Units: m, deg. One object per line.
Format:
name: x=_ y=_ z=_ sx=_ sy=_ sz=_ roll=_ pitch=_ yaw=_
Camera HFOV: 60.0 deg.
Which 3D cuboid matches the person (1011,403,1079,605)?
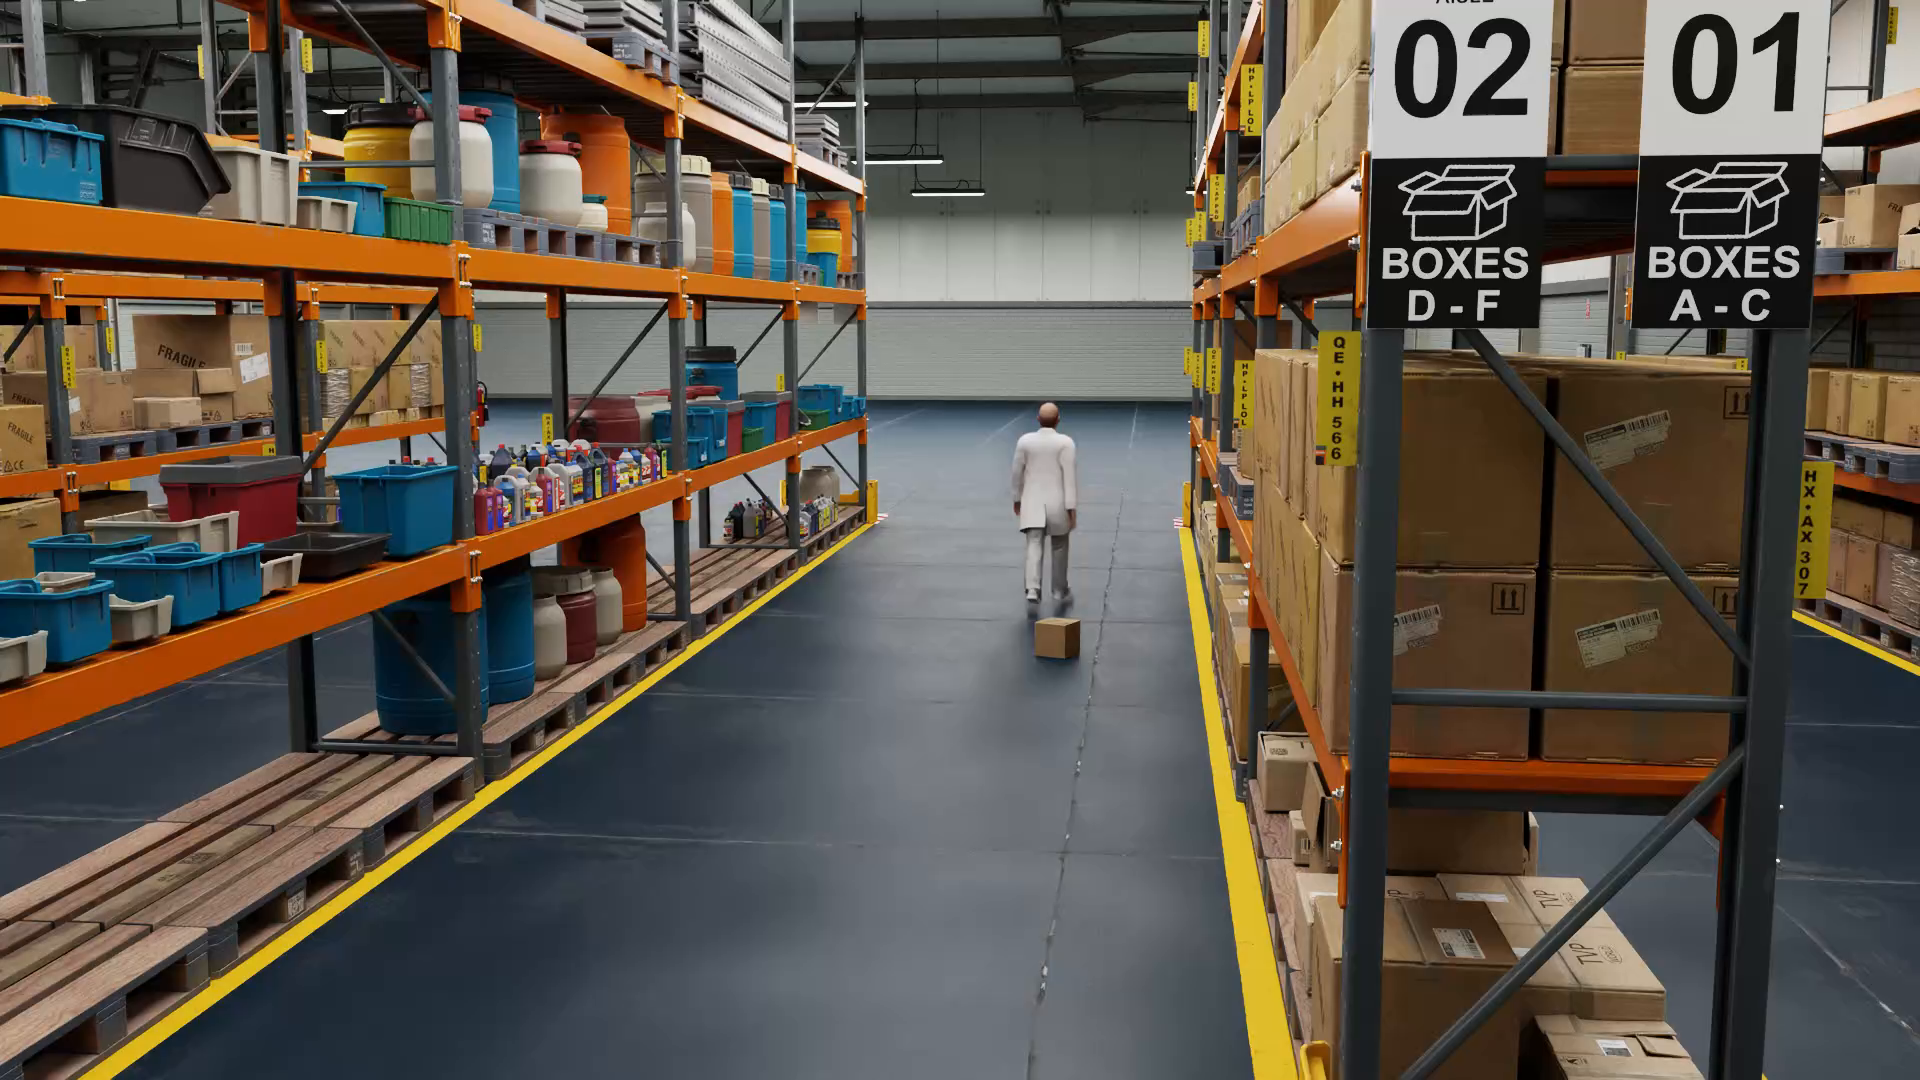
person: x=0.724 y=-0.312 z=14.251 sx=0.617 sy=1.733 sz=1.117 roll=1 pitch=8 yaw=10
